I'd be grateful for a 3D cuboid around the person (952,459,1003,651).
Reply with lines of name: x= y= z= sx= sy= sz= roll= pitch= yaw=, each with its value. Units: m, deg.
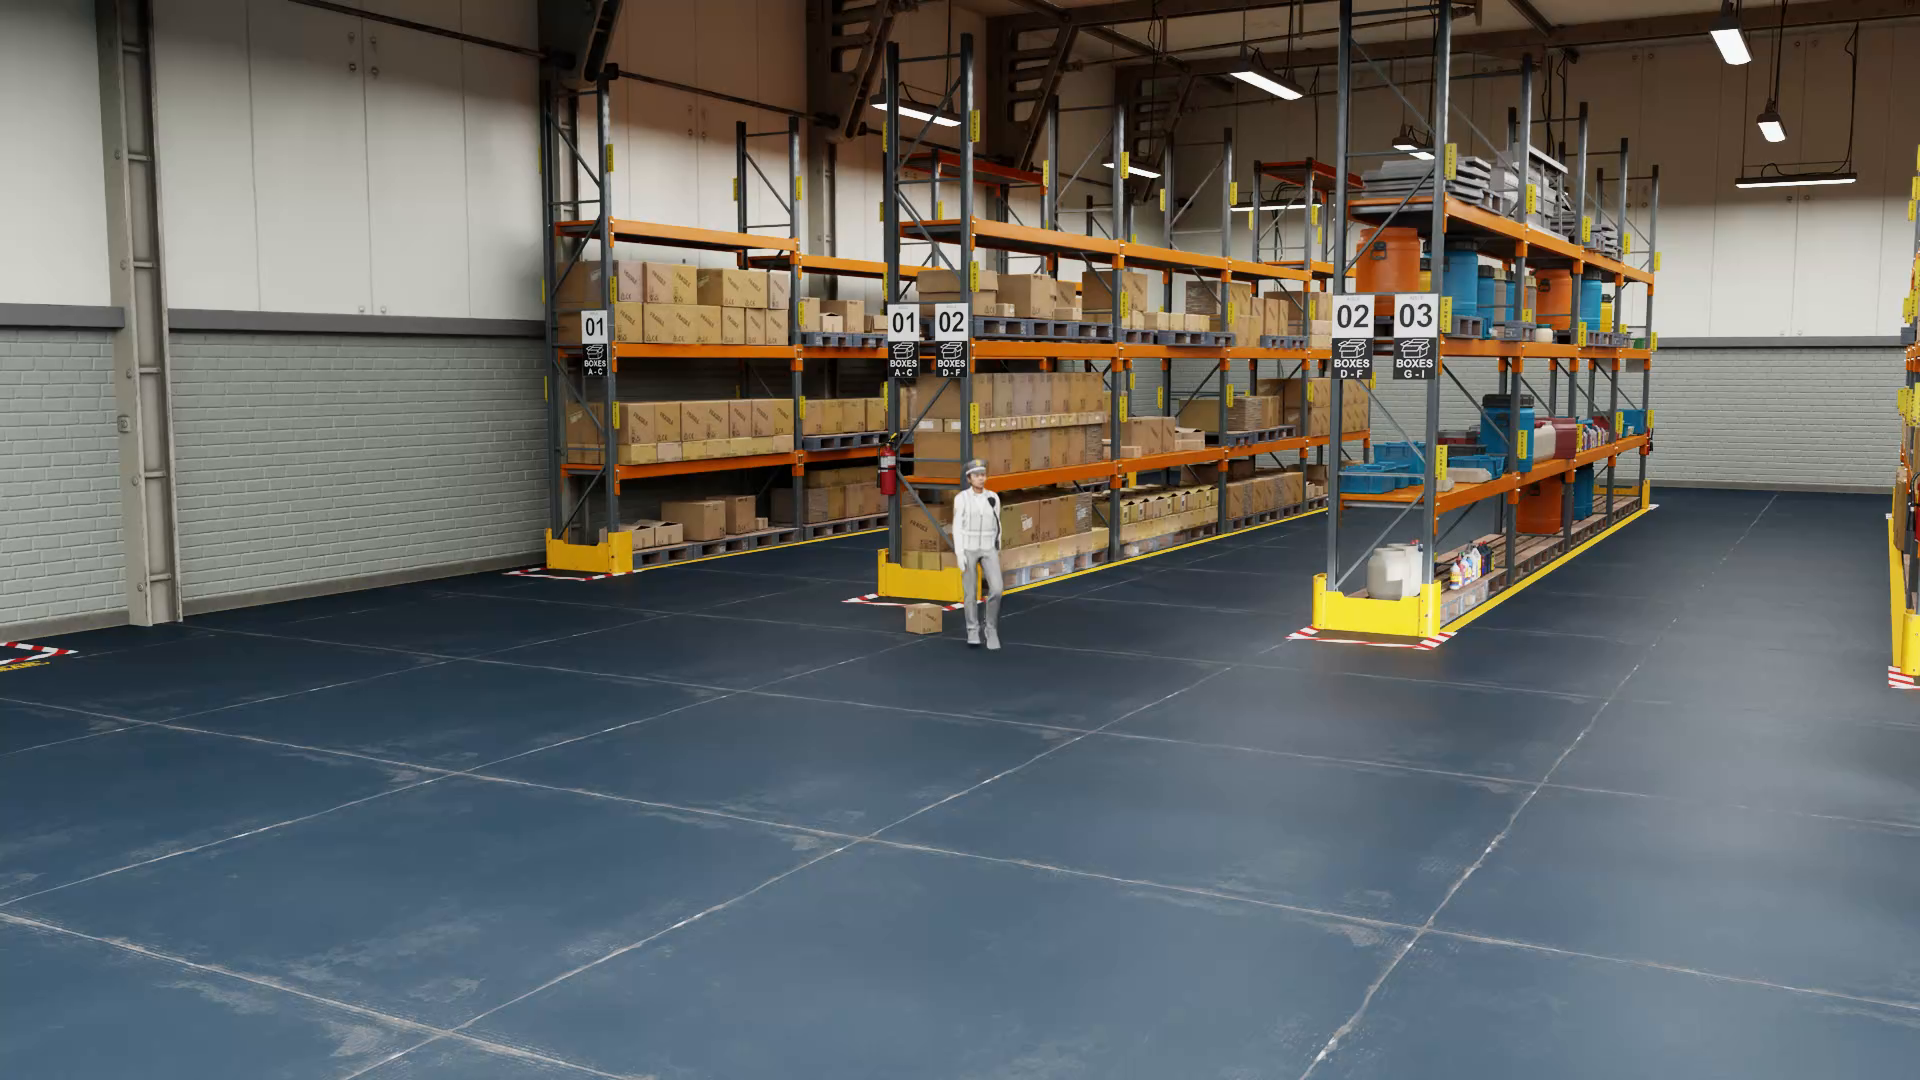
person: x=0.161 y=0.137 z=14.944 sx=0.477 sy=1.736 sz=0.481 roll=-1 pitch=6 yaw=-11
